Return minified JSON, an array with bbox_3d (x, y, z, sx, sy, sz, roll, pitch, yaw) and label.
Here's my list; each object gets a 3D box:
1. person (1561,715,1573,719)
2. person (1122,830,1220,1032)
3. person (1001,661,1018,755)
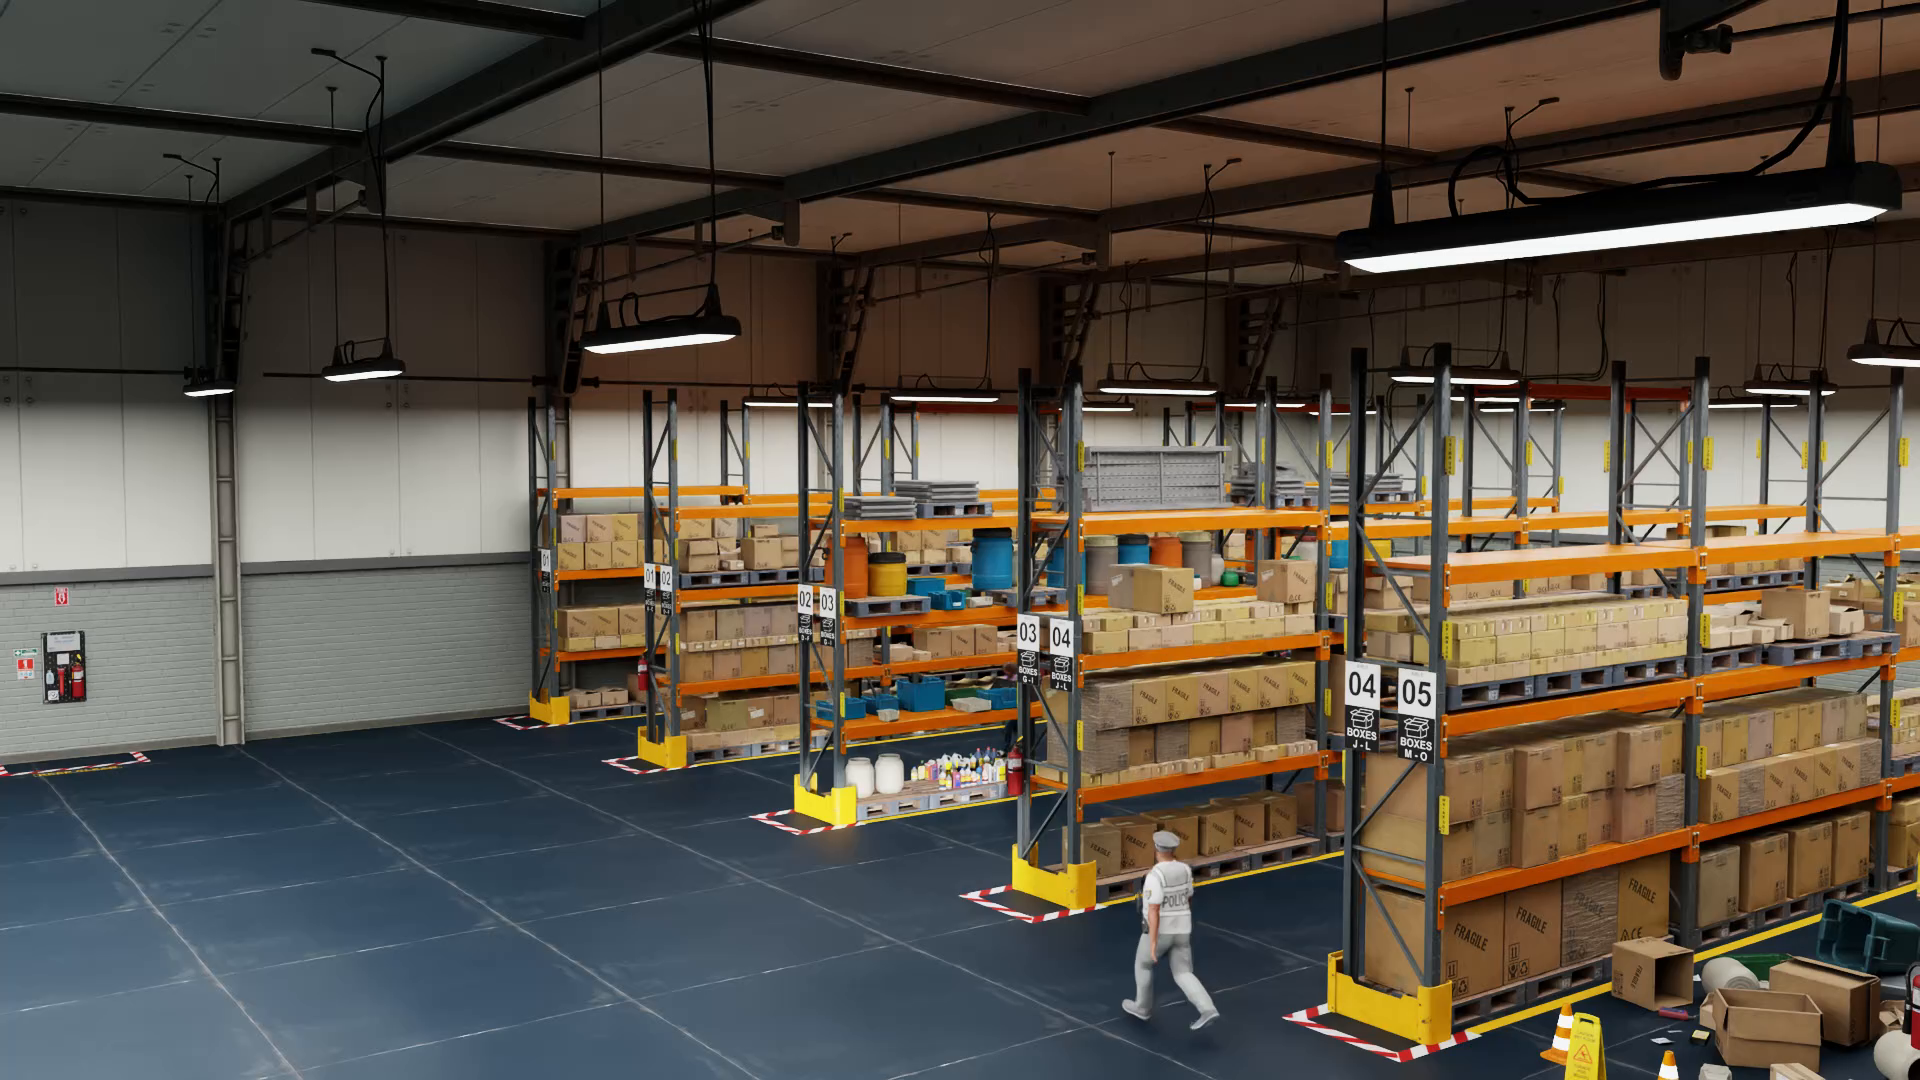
[{"bbox_3d":[8.106,3.043,21.670,0.656,1.695,0.598,-1,4,-20],"label":"person"},{"bbox_3d":[1.851,3.435,14.638,0.594,1.710,1.064,-2,4,-29],"label":"person"},{"bbox_3d":[0.843,2.762,27.374,0.839,1.553,0.450,-2,4,-29],"label":"person"}]
